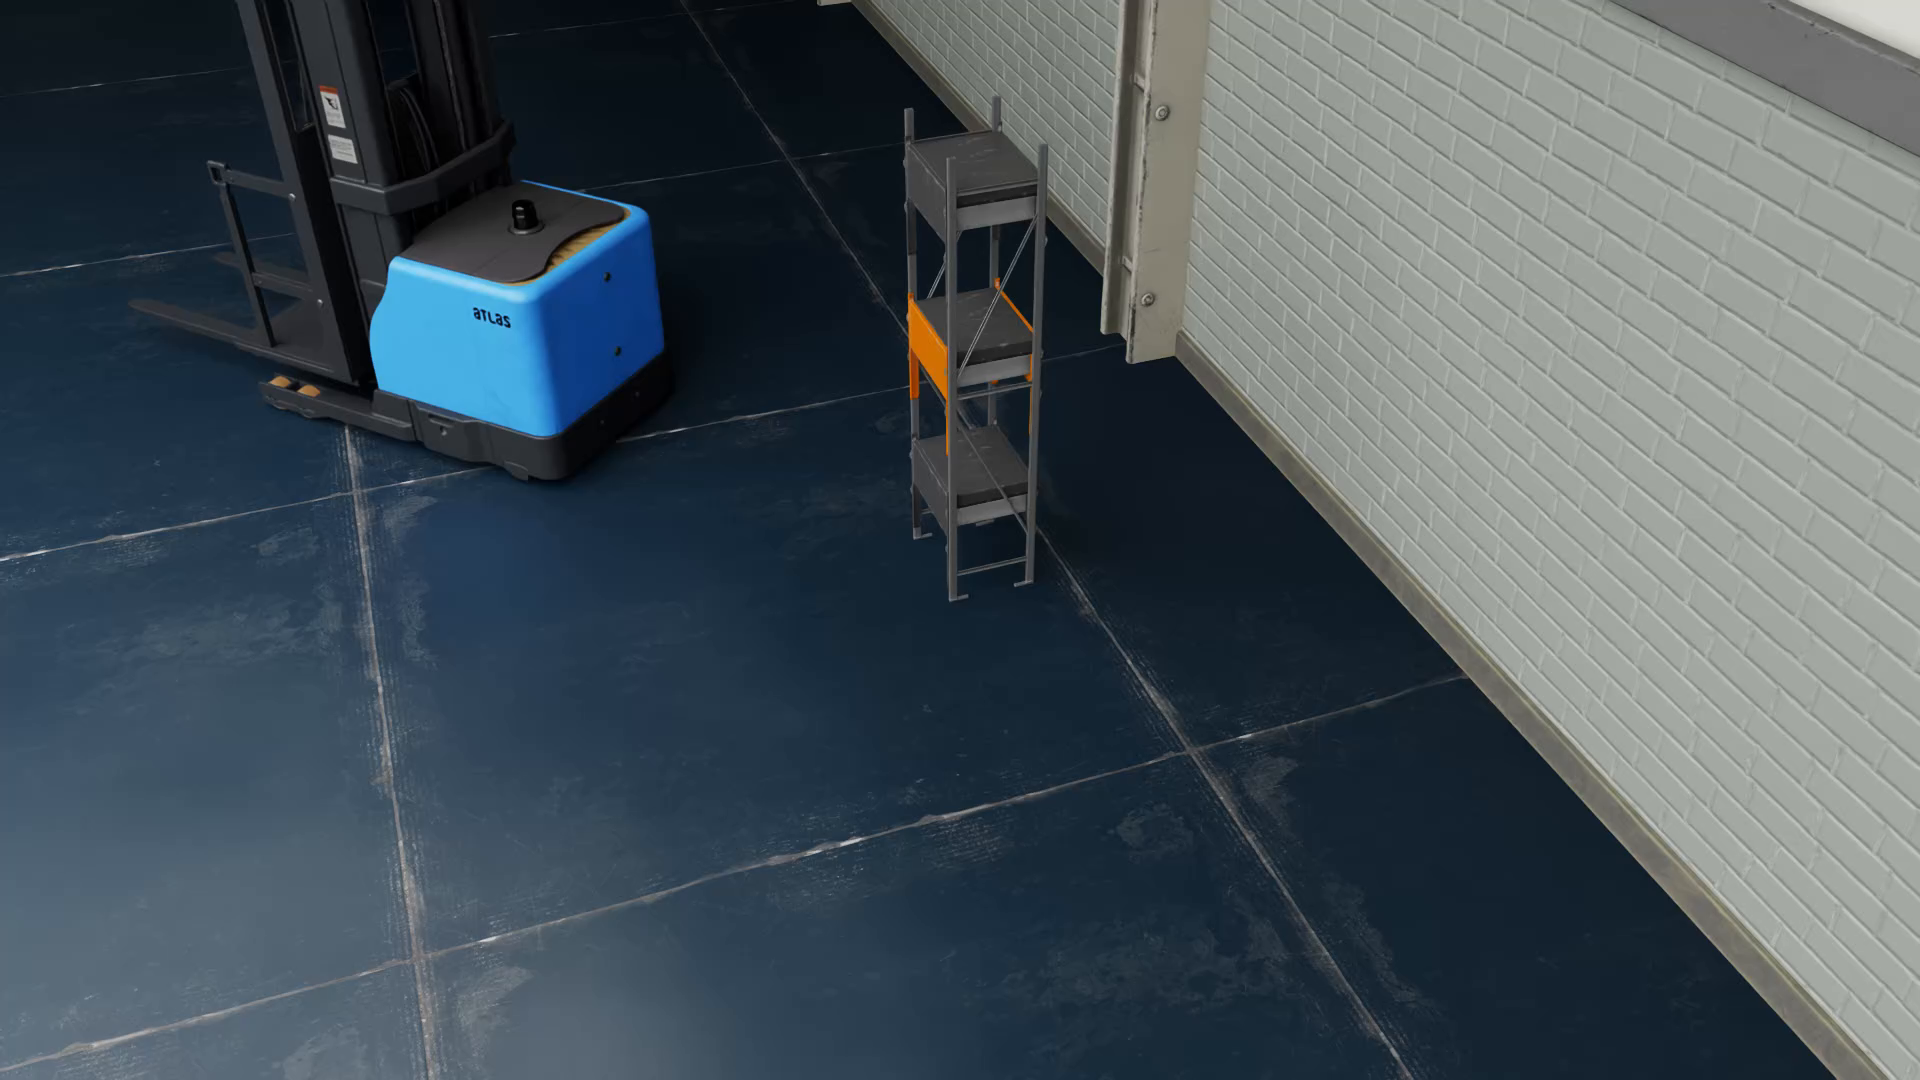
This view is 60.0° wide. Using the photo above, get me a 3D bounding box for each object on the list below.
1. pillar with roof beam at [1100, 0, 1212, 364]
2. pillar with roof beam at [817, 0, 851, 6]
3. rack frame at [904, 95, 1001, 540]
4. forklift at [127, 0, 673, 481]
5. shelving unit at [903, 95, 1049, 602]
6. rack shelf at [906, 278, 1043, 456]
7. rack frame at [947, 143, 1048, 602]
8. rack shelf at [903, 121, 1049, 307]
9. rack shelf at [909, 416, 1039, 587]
[{"bbox_3d":[-3.047,-3.800,5.315,9.100,9.000,0.400,-12,39,-16],"label":"pillar with roof beam"},{"bbox_3d":[-5.112,-7.189,9.815,9.100,9.000,0.400,-12,39,-16],"label":"pillar with roof beam"},{"bbox_3d":[-0.027,-0.883,7.177,0.400,2.100,0.015,-12,39,-16],"label":"rack frame"},{"bbox_3d":[-3.054,-2.066,8.056,3.031,2.935,1.130,17,40,21],"label":"forklift"},{"bbox_3d":[0.057,-0.745,6.994,0.431,2.100,0.503,-12,39,-16],"label":"shelving unit"},{"bbox_3d":[0.057,-0.734,7.002,0.431,0.518,0.480,-12,39,-16],"label":"rack shelf"},{"bbox_3d":[0.141,-0.607,6.811,0.400,2.100,0.015,-12,39,-16],"label":"rack frame"},{"bbox_3d":[0.057,-1.293,6.581,0.431,0.518,0.480,-12,39,-16],"label":"rack shelf"},{"bbox_3d":[0.057,-0.175,7.423,0.431,0.518,0.480,-12,39,-16],"label":"rack shelf"}]
